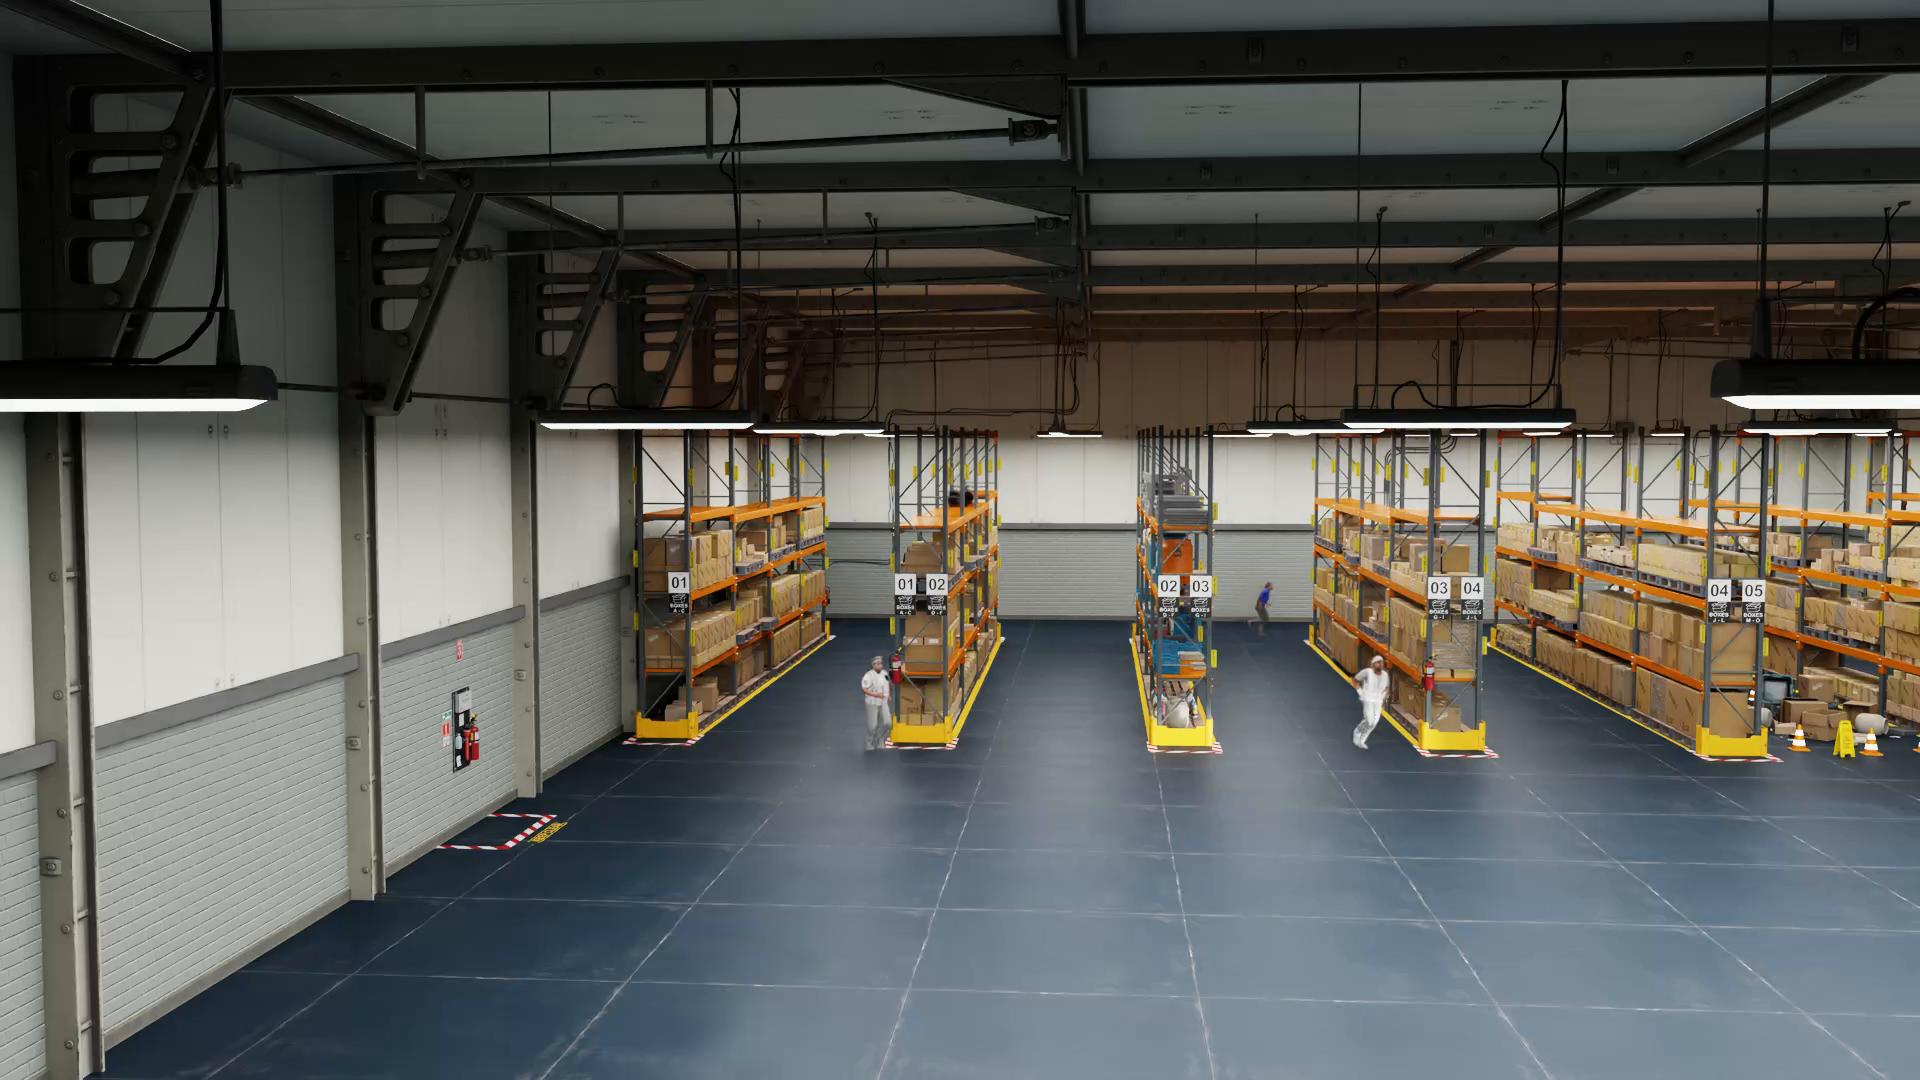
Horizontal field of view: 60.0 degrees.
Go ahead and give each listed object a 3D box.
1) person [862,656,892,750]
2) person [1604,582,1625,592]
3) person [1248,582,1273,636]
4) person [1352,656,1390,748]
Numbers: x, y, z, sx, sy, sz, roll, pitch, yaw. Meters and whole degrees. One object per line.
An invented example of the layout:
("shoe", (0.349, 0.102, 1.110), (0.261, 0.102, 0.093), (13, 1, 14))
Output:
("person", (-1.489, 3.012, 30.627), (0.688, 1.780, 0.678), (-2, 4, -34))
("person", (18.653, 1.948, 47.684), (0.992, 1.807, 0.703), (-1, 3, -11))
("person", (8.810, 2.026, 48.774), (0.724, 1.593, 0.567), (1, 3, 10))
("person", (7.676, 3.002, 30.849), (0.679, 1.722, 0.545), (-1, 4, -17))
